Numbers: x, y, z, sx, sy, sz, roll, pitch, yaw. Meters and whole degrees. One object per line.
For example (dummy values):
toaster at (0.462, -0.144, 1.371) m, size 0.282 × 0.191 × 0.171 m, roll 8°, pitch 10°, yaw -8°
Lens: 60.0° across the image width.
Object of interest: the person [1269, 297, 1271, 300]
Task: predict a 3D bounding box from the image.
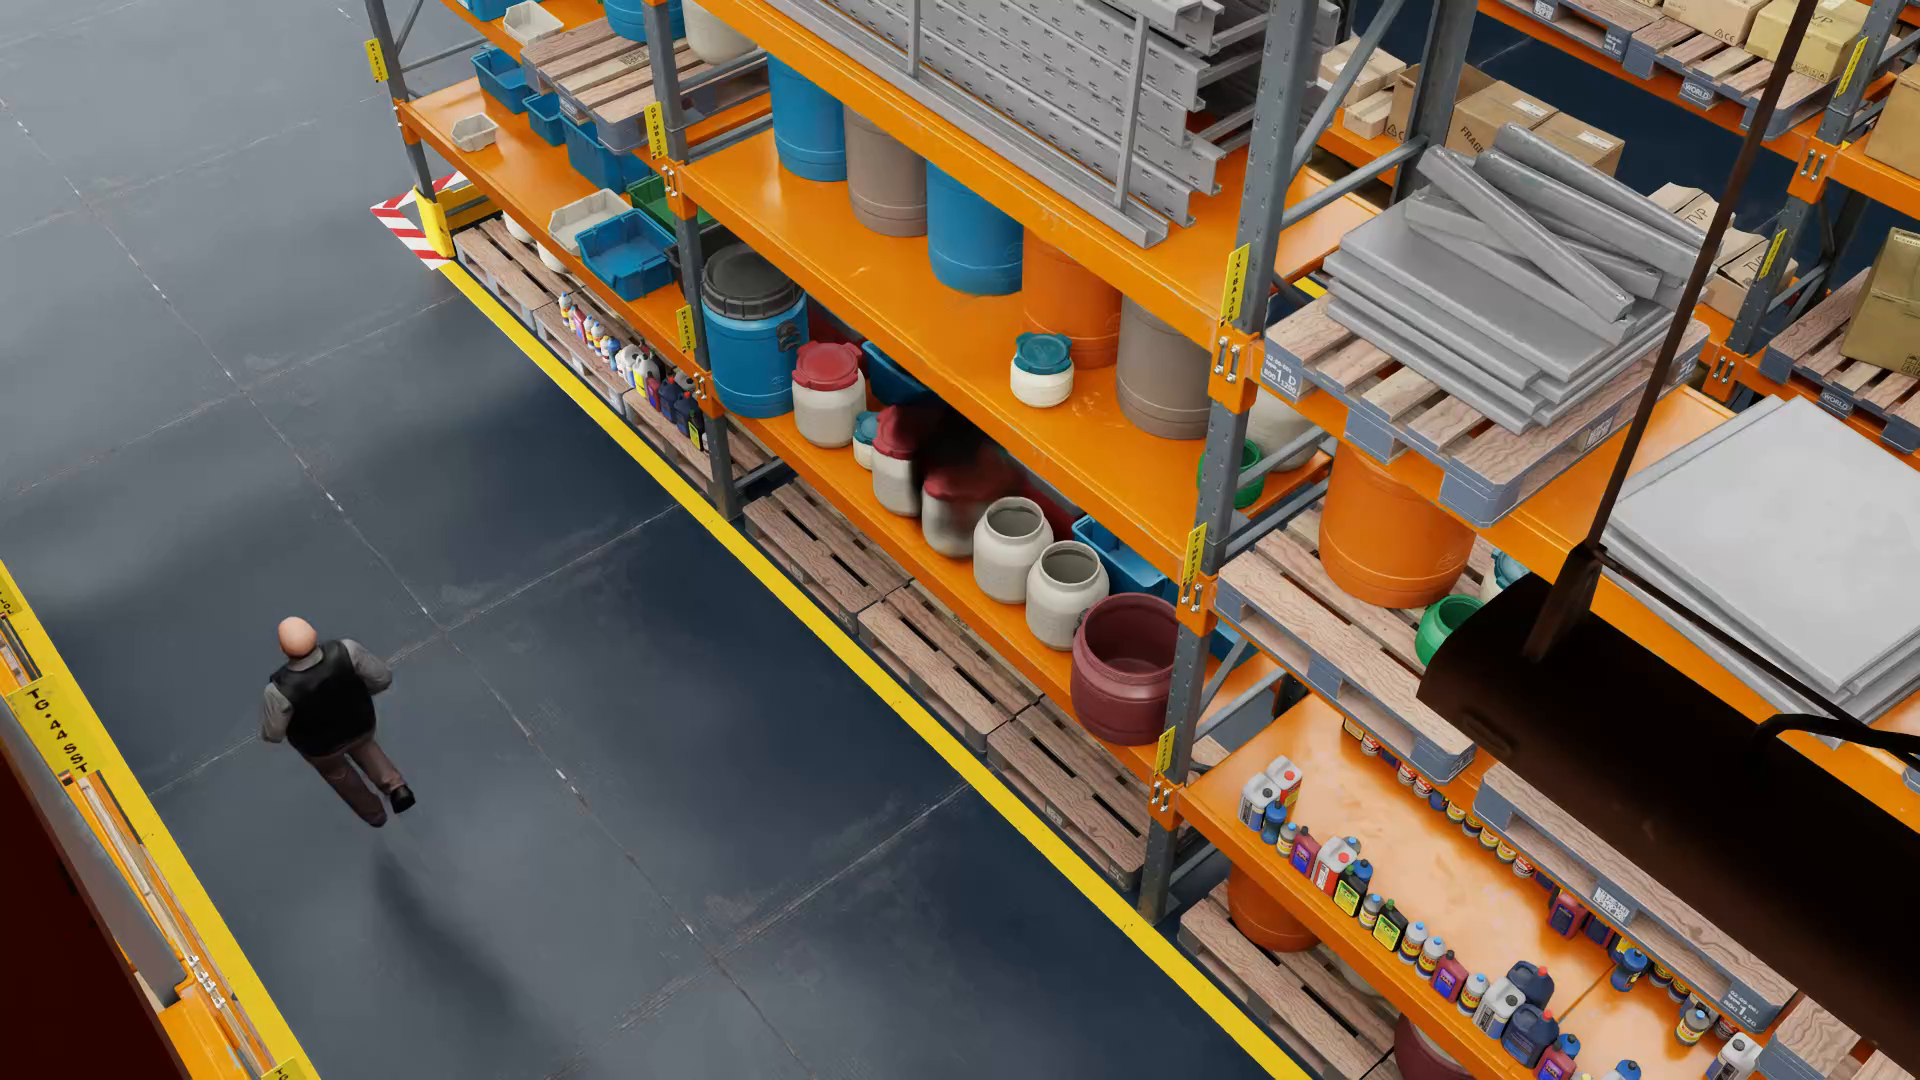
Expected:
person at (1.480, -1.106, 10.482) m, size 0.894 × 1.812 × 0.666 m, roll 29°, pitch 53°, yaw 25°

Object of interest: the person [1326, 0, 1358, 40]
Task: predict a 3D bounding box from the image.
person at (3.218, -4.731, 14.262) m, size 0.958 × 1.667 × 0.617 m, roll 32°, pitch 54°, yaw 27°

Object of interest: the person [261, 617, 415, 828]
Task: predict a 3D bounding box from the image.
person at (-3.203, 0.961, 8.522) m, size 0.672 × 1.678 × 0.573 m, roll -35°, pitch 55°, yaw -28°

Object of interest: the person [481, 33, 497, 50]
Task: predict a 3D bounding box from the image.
person at (-3.628, -4.072, 13.661) m, size 0.564 × 1.735 × 0.709 m, roll 6°, pitch 47°, yaw 6°
